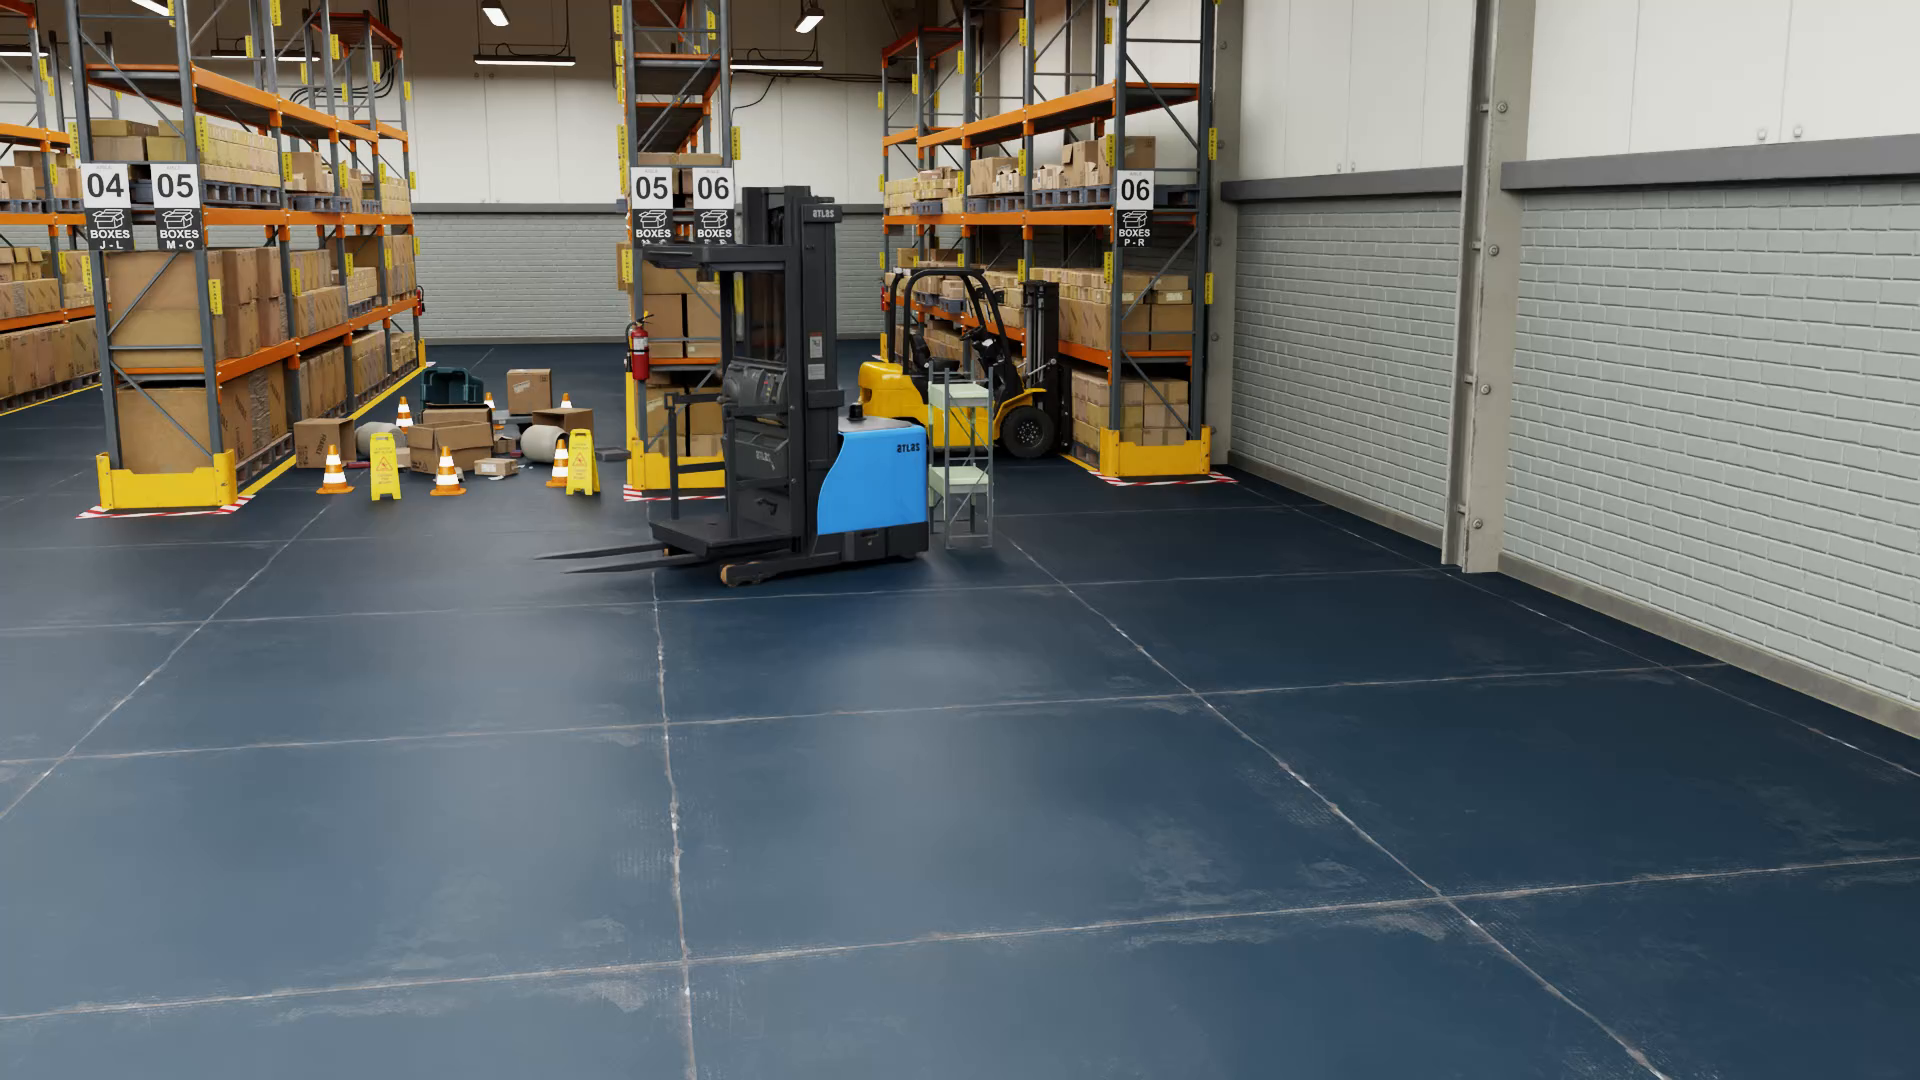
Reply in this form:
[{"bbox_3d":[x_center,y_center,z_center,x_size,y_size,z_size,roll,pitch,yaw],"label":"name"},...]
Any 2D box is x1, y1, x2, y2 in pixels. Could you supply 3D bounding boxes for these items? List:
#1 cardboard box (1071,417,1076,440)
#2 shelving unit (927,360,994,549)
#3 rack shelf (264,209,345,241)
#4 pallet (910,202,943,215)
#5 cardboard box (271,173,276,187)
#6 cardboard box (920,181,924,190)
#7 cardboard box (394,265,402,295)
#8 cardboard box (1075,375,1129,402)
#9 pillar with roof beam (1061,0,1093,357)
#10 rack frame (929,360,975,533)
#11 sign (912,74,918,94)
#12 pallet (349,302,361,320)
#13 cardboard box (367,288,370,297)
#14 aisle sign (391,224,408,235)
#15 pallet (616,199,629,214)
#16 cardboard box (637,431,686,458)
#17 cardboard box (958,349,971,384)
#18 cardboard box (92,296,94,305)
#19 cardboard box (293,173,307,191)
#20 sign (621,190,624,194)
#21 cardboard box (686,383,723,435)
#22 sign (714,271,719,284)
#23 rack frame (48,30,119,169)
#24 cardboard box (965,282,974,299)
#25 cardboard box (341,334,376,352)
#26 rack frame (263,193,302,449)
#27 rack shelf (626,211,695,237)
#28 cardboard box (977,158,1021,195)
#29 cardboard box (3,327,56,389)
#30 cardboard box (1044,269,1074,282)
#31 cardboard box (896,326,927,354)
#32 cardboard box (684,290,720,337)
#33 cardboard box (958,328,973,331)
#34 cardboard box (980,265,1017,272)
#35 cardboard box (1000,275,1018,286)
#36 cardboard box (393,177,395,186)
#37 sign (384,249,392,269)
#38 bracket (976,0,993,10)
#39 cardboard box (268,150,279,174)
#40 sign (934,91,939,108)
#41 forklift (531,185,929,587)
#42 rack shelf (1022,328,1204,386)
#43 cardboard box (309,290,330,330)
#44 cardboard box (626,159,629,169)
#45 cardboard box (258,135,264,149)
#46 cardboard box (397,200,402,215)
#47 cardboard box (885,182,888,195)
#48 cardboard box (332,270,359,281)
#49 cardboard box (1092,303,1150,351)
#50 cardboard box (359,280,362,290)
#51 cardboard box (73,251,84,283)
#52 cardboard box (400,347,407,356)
[{"bbox_3d":[1.526,-1.315,19.314,0.500,0.250,0.500,-2,11,-10],"label":"cardboard box"},{"bbox_3d":[0.001,-0.736,14.050,0.431,1.500,0.755,-2,11,-11],"label":"shelving unit"},{"bbox_3d":[-8.768,-4.042,21.312,1.077,0.370,4.000,-2,11,-11],"label":"rack shelf"},{"bbox_3d":[-0.172,-5.661,28.397,1.213,0.211,1.003,-2,11,-11],"label":"pallet"},{"bbox_3d":[-7.945,-4.059,18.760,0.380,0.149,0.250,-2,11,-10],"label":"cardboard box"},{"bbox_3d":[-0.473,-5.989,28.101,0.380,0.149,0.250,-2,11,-12],"label":"cardboard box"},{"bbox_3d":[-9.950,-4.502,28.763,0.500,0.500,0.500,-2,11,-12],"label":"cardboard box"},{"bbox_3d":[1.603,-1.714,18.738,0.500,0.250,0.500,-2,11,-10],"label":"cardboard box"},{"bbox_3d":[-2.538,-6.253,22.980,9.100,9.000,0.400,-2,11,-11],"label":"pillar with roof beam"},{"bbox_3d":[-0.070,-0.803,14.403,0.400,1.500,0.023,-2,11,-11],"label":"rack frame"},{"bbox_3d":[-0.766,-7.830,28.560,0.100,0.325,0.005,-2,11,-11],"label":"sign"},{"bbox_3d":[-9.400,-3.321,24.137,1.213,0.211,1.003,-2,11,-11],"label":"pallet"},{"bbox_3d":[-9.517,-3.900,26.214,0.380,0.149,0.250,-3,11,-14],"label":"cardboard box"},{"bbox_3d":[-10.432,-6.057,31.046,0.394,0.787,0.004,-2,11,-11],"label":"aisle sign"},{"bbox_3d":[-4.498,-4.984,24.843,1.213,0.211,1.003,-2,11,-8],"label":"pallet"},{"bbox_3d":[-3.191,-1.018,17.755,0.500,0.250,0.500,-2,11,-11],"label":"cardboard box"},{"bbox_3d":[0.254,-2.716,26.008,0.500,0.500,0.500,-2,11,-9],"label":"cardboard box"},{"bbox_3d":[-14.803,-4.041,28.078,0.380,0.149,0.250,-2,11,-10],"label":"cardboard box"},{"bbox_3d":[-8.535,-4.569,21.125,0.396,0.266,0.258,-2,11,-11],"label":"cardboard box"},{"bbox_3d":[-5.643,-5.967,27.906,0.100,0.325,0.005,-2,11,-11],"label":"sign"},{"bbox_3d":[-2.656,-1.406,17.787,0.500,0.500,0.500,-3,11,-13],"label":"cardboard box"},{"bbox_3d":[-3.012,-3.200,20.671,0.100,0.325,0.005,-2,11,-11],"label":"sign"},{"bbox_3d":[-15.597,-7.541,29.750,1.000,3.000,0.127,-2,11,-11],"label":"rack frame"},{"bbox_3d":[0.370,-3.749,24.936,0.500,0.250,0.500,-2,11,-11],"label":"cardboard box"},{"bbox_3d":[-9.338,-3.050,25.757,0.500,0.250,0.500,-3,11,-14],"label":"cardboard box"},{"bbox_3d":[-8.379,-2.555,19.598,1.000,3.000,0.127,-2,11,-11],"label":"rack frame"},{"bbox_3d":[-3.932,-4.241,22.355,1.077,0.370,4.000,-2,11,-11],"label":"rack shelf"},{"bbox_3d":[0.646,-5.216,23.897,0.700,0.500,0.500,-2,11,-12],"label":"cardboard box"},{"bbox_3d":[-14.501,-2.742,25.142,1.225,0.875,0.875,-3,11,-13],"label":"cardboard box"},{"bbox_3d":[1.244,-3.237,20.385,0.380,0.149,0.250,-2,11,-10],"label":"cardboard box"},{"bbox_3d":[-0.854,-3.840,31.912,0.700,0.500,0.500,-2,11,-9],"label":"cardboard box"},{"bbox_3d":[-2.689,-2.407,17.758,0.500,0.500,0.500,-2,11,-9],"label":"cardboard box"},{"bbox_3d":[0.180,-3.594,28.884,0.380,0.149,0.250,-2,11,-11],"label":"cardboard box"},{"bbox_3d":[0.601,-4.024,25.925,0.500,0.500,0.500,-2,11,-8],"label":"cardboard box"},{"bbox_3d":[0.764,-3.590,23.036,0.380,0.149,0.250,-2,11,-11],"label":"cardboard box"},{"bbox_3d":[-10.082,-6.264,29.060,0.380,0.149,0.250,-2,11,-13],"label":"cardboard box"},{"bbox_3d":[-9.391,-4.612,27.308,0.100,0.325,0.005,-2,11,-11],"label":"sign"},{"bbox_3d":[0.755,-8.713,26.281,0.076,0.066,4.783,-2,11,-11],"label":"bracket"},{"bbox_3d":[-8.031,-4.275,18.830,0.500,0.250,0.500,-2,11,-12],"label":"cardboard box"},{"bbox_3d":[-0.460,-8.636,32.580,0.100,0.325,0.005,-2,11,-11],"label":"sign"},{"bbox_3d":[-1.751,-1.205,12.687,3.031,2.935,1.130,-7,13,-34],"label":"forklift"},{"bbox_3d":[1.715,-2.215,19.733,1.077,0.370,4.000,-2,11,-11],"label":"rack shelf"},{"bbox_3d":[-8.509,-2.988,21.605,0.500,0.500,0.500,-2,11,-10],"label":"cardboard box"},{"bbox_3d":[-3.451,-4.093,18.196,0.380,0.149,0.250,-2,11,-10],"label":"cardboard box"},{"bbox_3d":[-7.849,-4.359,18.200,0.380,0.149,0.250,-2,11,-10],"label":"cardboard box"},{"bbox_3d":[-10.052,-5.800,29.028,0.500,0.250,0.500,-2,11,-8],"label":"cardboard box"},{"bbox_3d":[-1.168,-6.837,32.340,0.500,0.250,0.500,-2,11,-12],"label":"cardboard box"},{"bbox_3d":[-9.314,-3.997,25.130,0.380,0.149,0.250,-2,11,-9],"label":"cardboard box"},{"bbox_3d":[1.750,-2.331,18.153,0.500,0.500,0.500,-2,11,-12],"label":"cardboard box"},{"bbox_3d":[-9.362,-3.899,25.413,0.380,0.149,0.250,-2,11,-9],"label":"cardboard box"},{"bbox_3d":[-14.750,-4.489,27.359,0.500,0.500,0.500,-2,11,-11],"label":"cardboard box"},{"bbox_3d":[-10.001,-3.334,29.399,0.380,0.149,0.250,-2,11,-10],"label":"cardboard box"}]
